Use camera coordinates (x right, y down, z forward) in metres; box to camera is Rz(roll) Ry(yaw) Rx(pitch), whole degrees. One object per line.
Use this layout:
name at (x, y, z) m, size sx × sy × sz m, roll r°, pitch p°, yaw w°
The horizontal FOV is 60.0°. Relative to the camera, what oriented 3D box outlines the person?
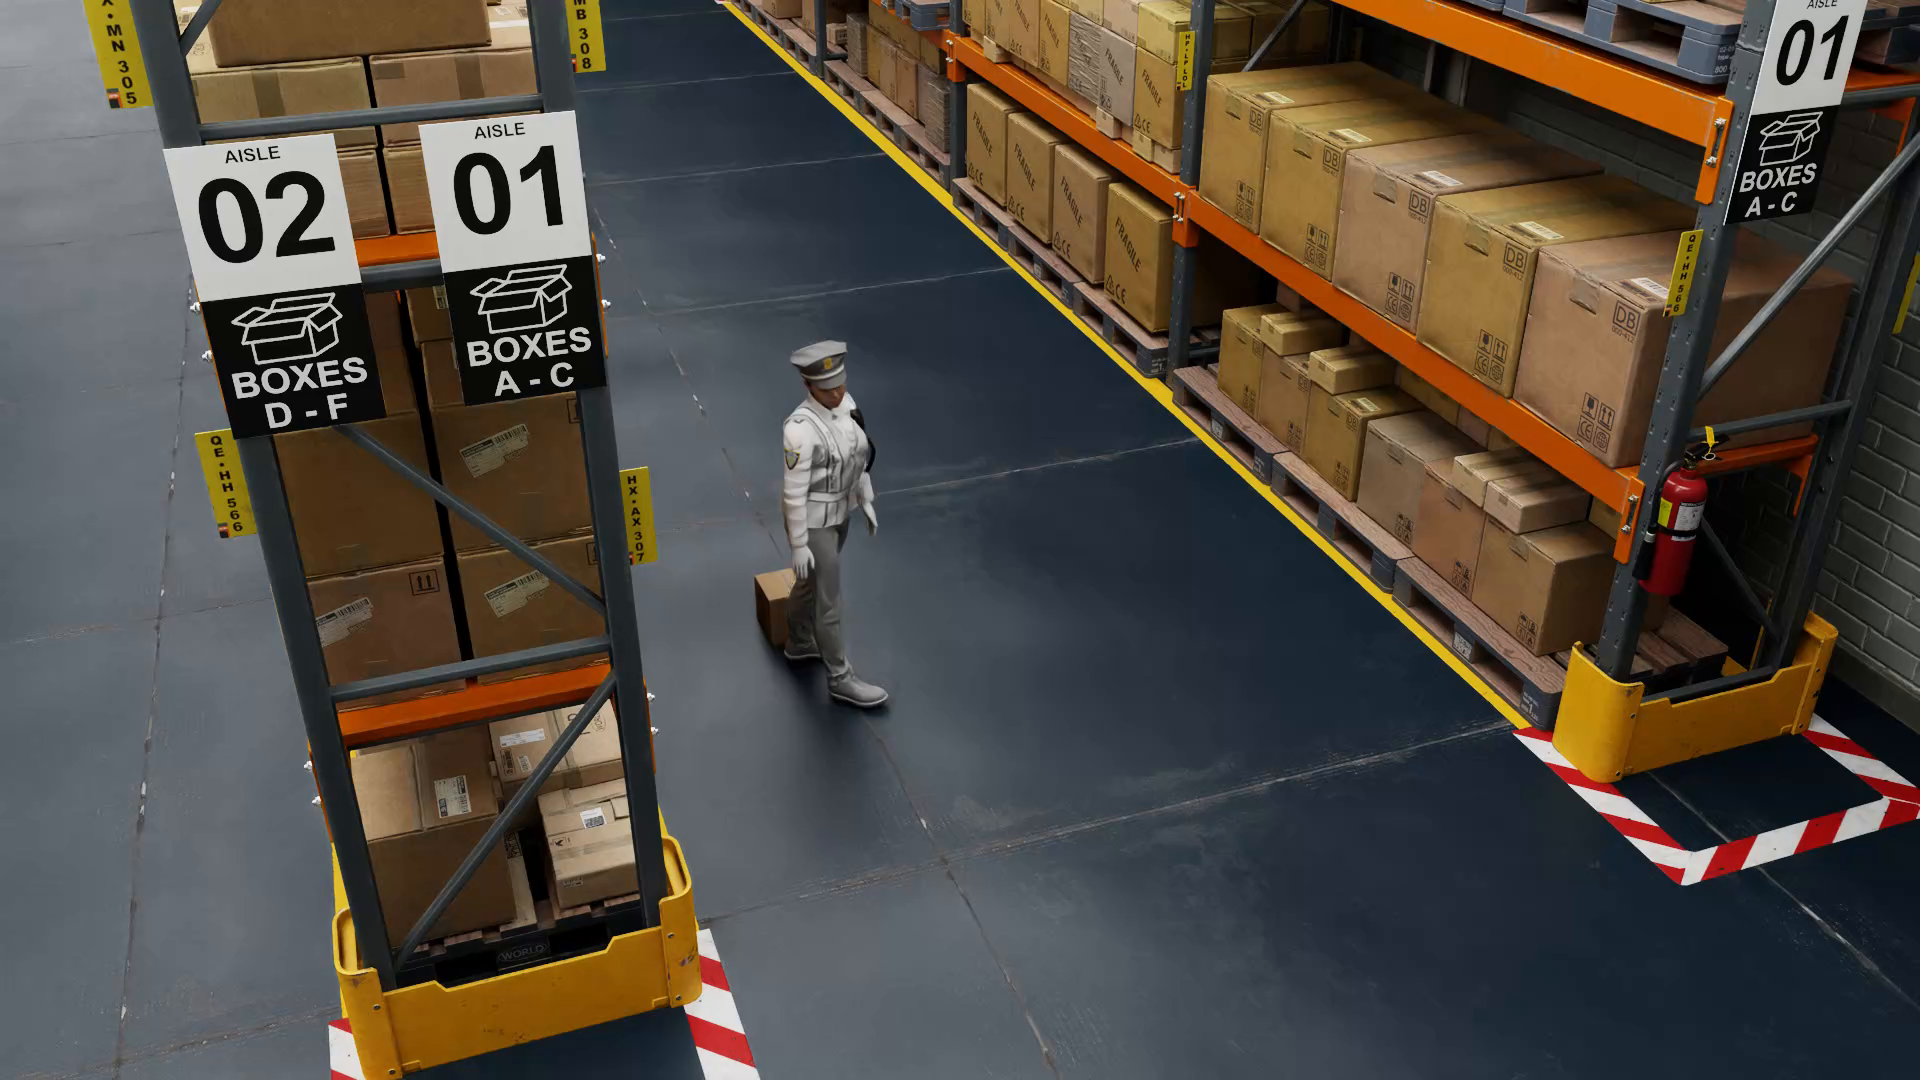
person at (-0.566, -0.080, 7.217) m, size 0.598 × 1.656 × 0.546 m, roll 10°, pitch 32°, yaw 17°
